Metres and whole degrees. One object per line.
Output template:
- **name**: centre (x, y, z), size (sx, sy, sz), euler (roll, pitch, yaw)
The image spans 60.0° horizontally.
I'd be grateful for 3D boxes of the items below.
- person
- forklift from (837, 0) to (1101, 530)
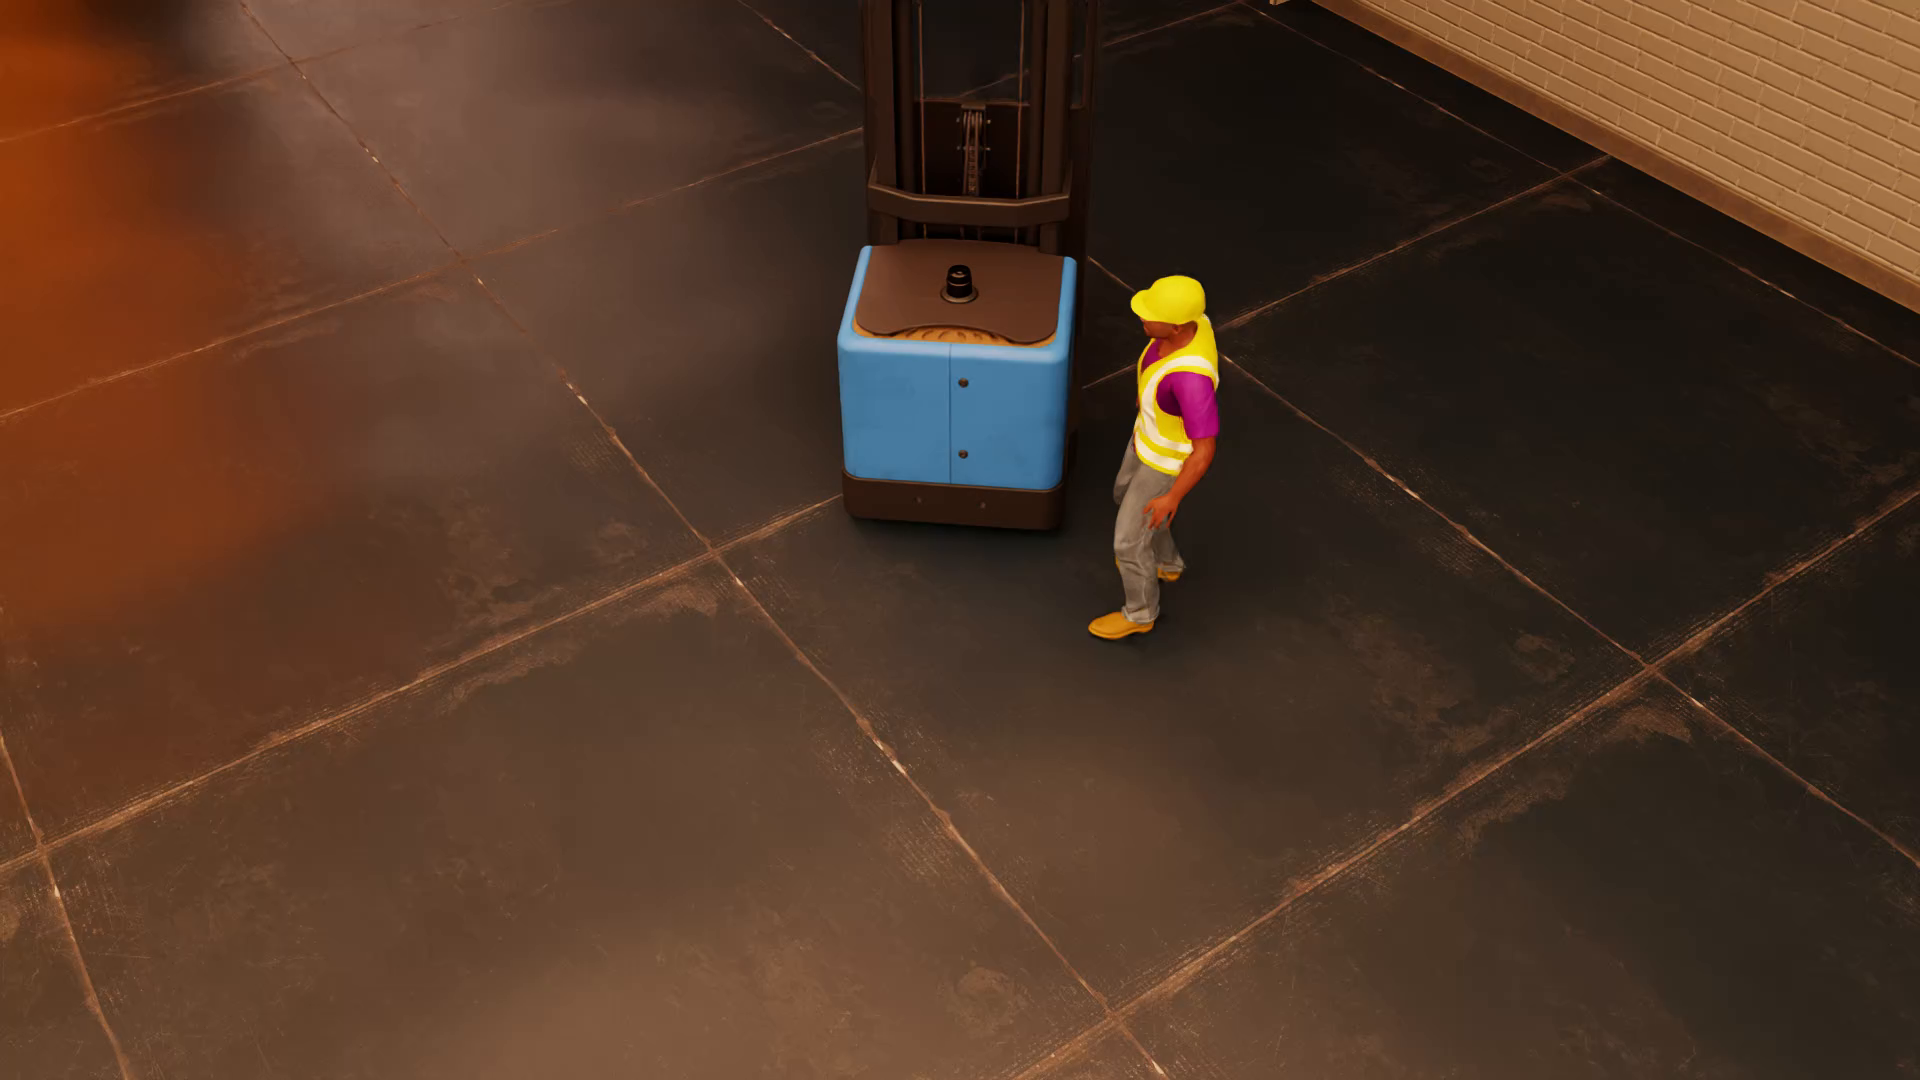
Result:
- **person**: centre (0.815, -0.394, 7.046), size (0.476, 1.728, 0.875), euler (1, 43, 1)
- **forklift**: centre (0.112, -2.120, 8.016), size (1.130, 2.935, 3.031), euler (4, 43, 4)
